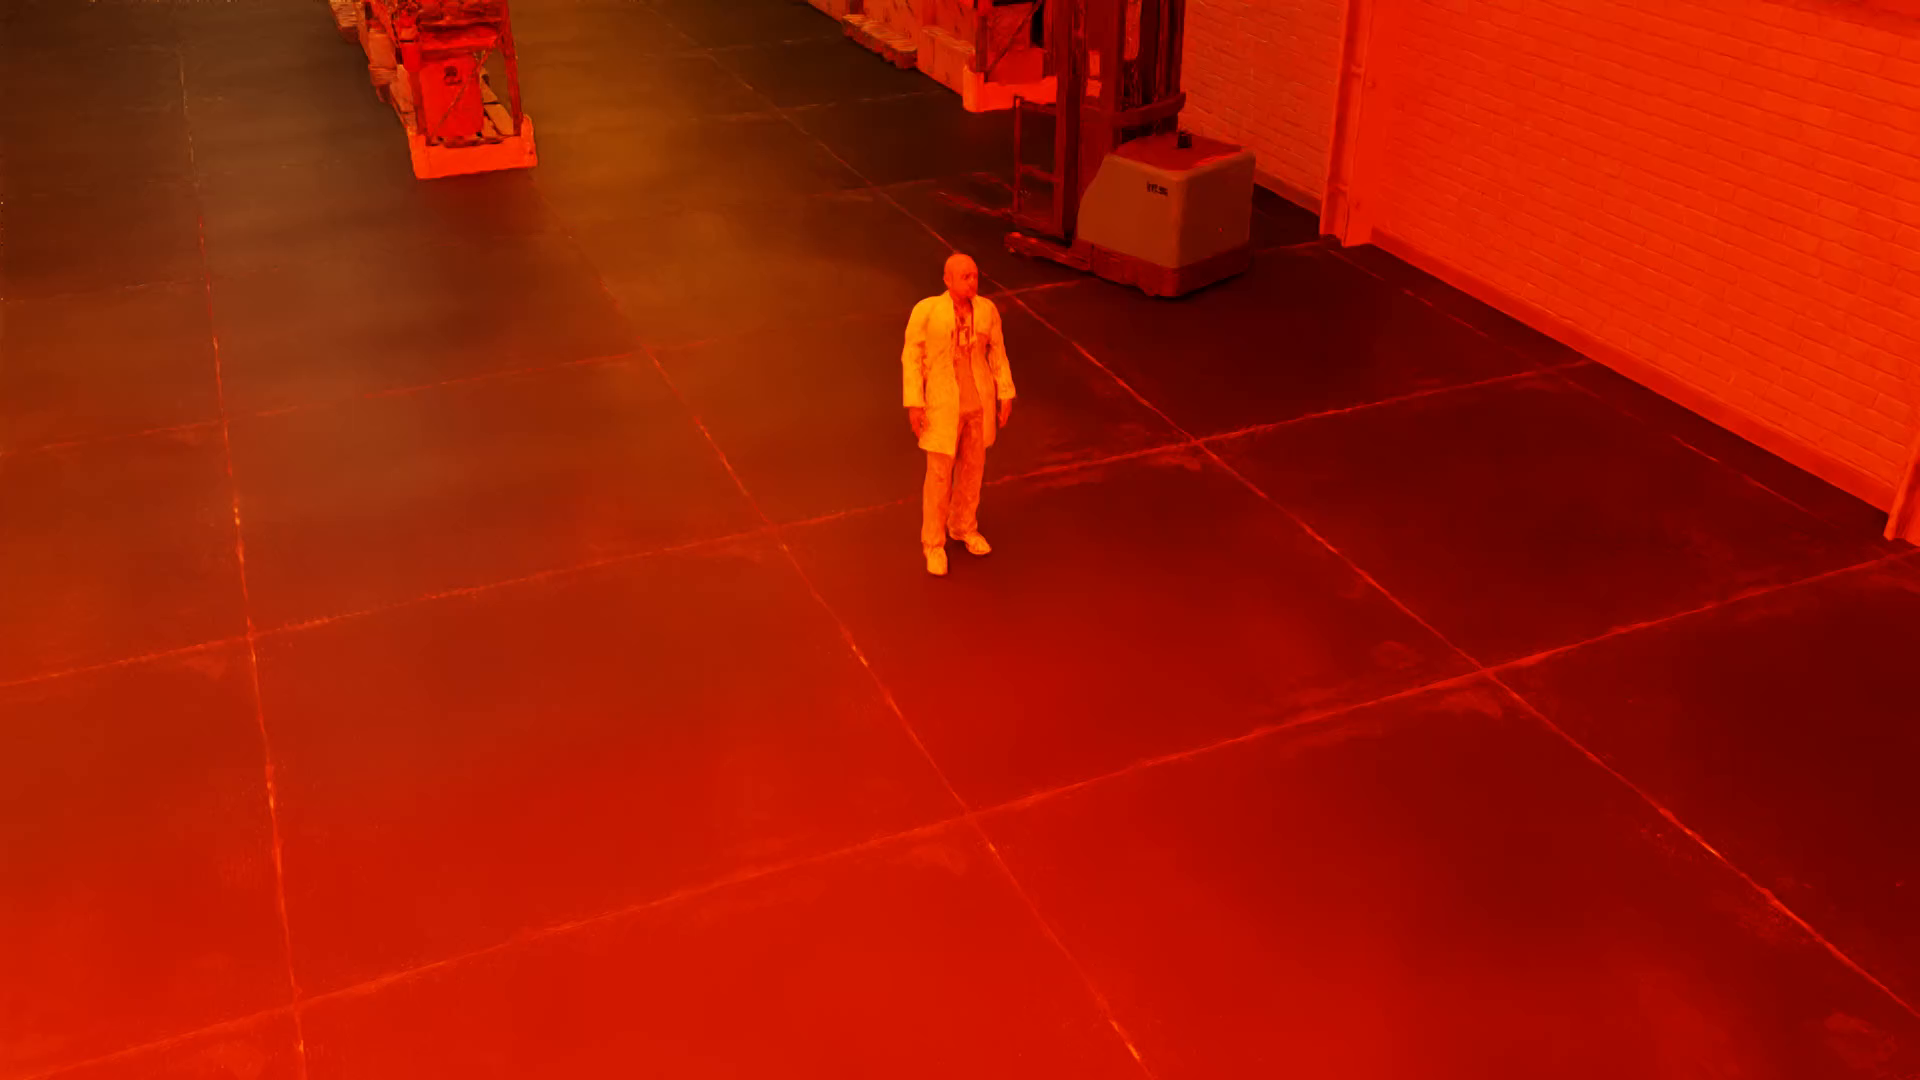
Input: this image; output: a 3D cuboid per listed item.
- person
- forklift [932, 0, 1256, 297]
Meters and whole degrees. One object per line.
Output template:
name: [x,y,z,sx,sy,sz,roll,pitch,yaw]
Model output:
person: [0.032,-0.736,9.554,0.694,1.776,0.579,-12,32,-20]
forklift: [1.030,-3.861,13.873,1.130,2.935,3.031,-25,38,-37]
